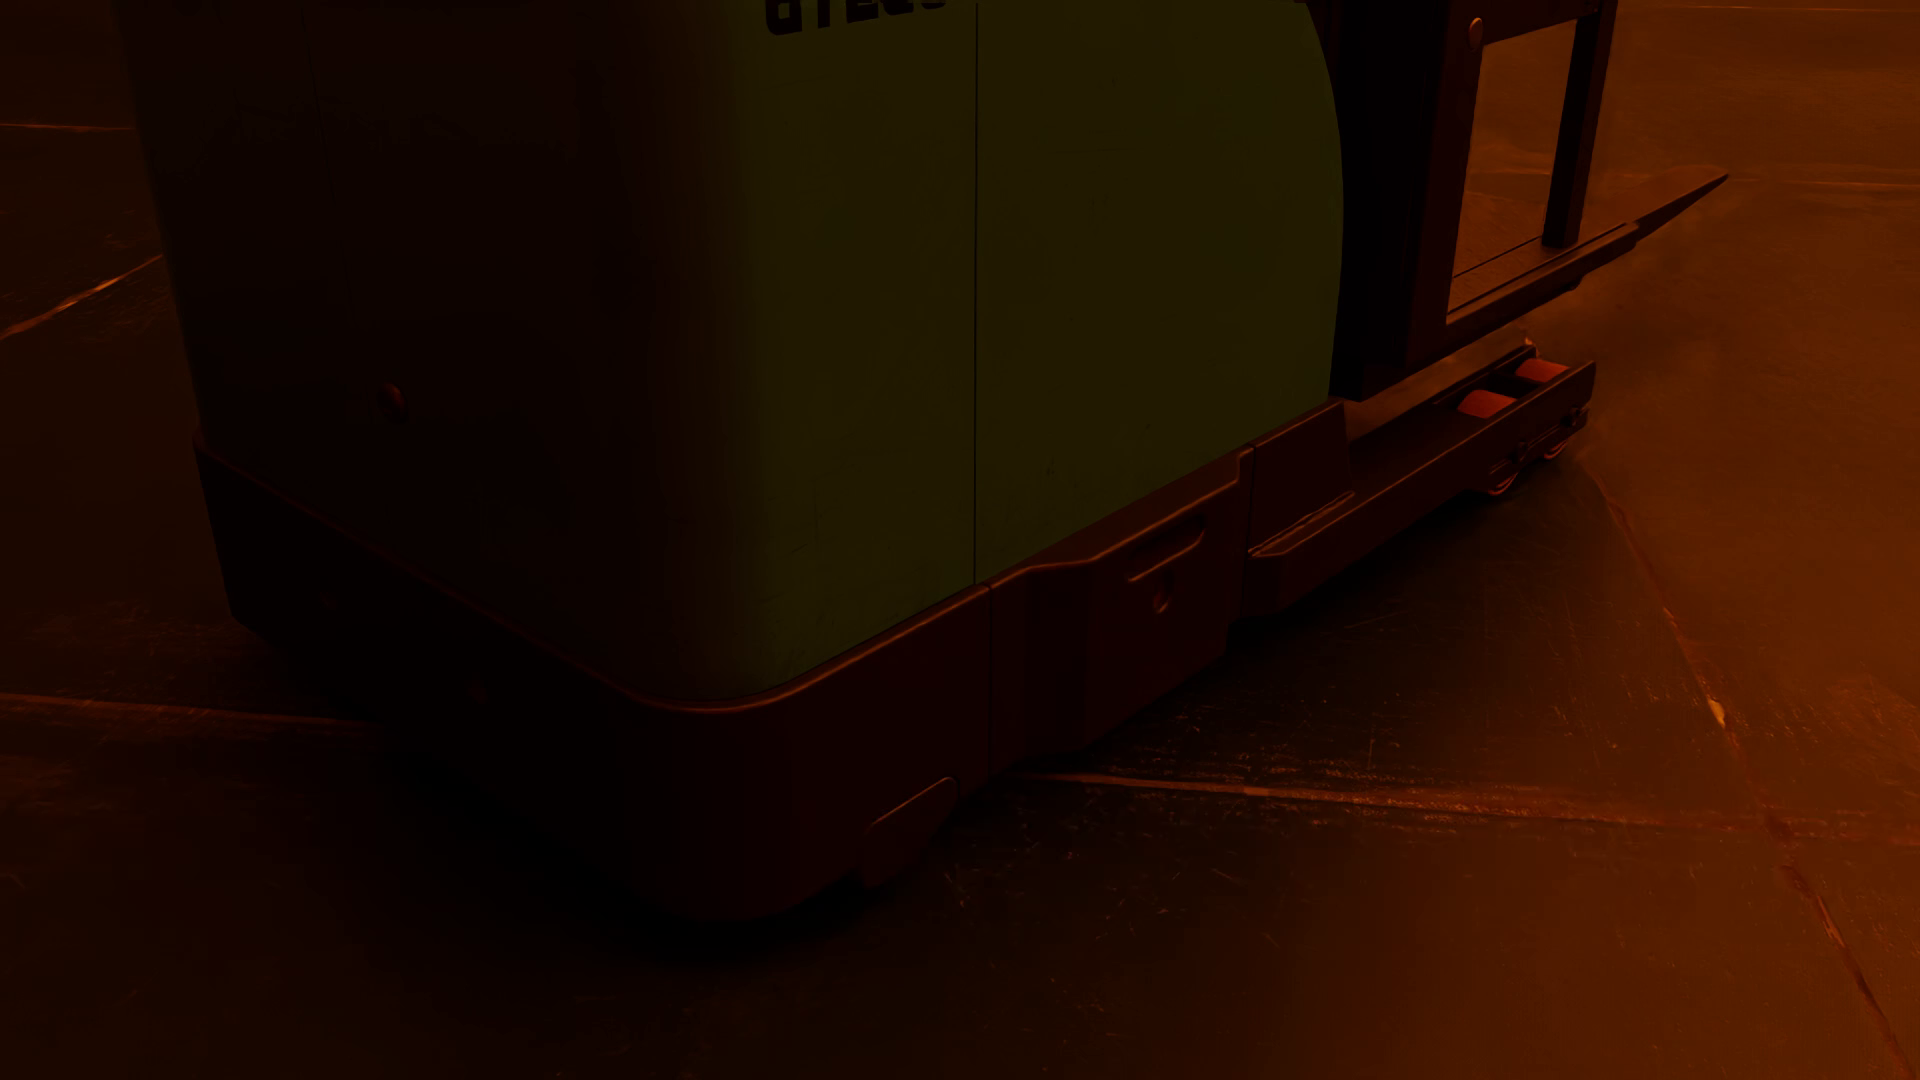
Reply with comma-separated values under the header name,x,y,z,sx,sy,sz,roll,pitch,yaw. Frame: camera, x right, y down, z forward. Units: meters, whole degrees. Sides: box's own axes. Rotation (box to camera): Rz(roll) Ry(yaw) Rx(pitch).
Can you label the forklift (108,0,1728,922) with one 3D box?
name,x,y,z,sx,sy,sz,roll,pitch,yaw
forklift,0.405,-1.517,2.258,1.130,2.935,3.031,22,34,37
